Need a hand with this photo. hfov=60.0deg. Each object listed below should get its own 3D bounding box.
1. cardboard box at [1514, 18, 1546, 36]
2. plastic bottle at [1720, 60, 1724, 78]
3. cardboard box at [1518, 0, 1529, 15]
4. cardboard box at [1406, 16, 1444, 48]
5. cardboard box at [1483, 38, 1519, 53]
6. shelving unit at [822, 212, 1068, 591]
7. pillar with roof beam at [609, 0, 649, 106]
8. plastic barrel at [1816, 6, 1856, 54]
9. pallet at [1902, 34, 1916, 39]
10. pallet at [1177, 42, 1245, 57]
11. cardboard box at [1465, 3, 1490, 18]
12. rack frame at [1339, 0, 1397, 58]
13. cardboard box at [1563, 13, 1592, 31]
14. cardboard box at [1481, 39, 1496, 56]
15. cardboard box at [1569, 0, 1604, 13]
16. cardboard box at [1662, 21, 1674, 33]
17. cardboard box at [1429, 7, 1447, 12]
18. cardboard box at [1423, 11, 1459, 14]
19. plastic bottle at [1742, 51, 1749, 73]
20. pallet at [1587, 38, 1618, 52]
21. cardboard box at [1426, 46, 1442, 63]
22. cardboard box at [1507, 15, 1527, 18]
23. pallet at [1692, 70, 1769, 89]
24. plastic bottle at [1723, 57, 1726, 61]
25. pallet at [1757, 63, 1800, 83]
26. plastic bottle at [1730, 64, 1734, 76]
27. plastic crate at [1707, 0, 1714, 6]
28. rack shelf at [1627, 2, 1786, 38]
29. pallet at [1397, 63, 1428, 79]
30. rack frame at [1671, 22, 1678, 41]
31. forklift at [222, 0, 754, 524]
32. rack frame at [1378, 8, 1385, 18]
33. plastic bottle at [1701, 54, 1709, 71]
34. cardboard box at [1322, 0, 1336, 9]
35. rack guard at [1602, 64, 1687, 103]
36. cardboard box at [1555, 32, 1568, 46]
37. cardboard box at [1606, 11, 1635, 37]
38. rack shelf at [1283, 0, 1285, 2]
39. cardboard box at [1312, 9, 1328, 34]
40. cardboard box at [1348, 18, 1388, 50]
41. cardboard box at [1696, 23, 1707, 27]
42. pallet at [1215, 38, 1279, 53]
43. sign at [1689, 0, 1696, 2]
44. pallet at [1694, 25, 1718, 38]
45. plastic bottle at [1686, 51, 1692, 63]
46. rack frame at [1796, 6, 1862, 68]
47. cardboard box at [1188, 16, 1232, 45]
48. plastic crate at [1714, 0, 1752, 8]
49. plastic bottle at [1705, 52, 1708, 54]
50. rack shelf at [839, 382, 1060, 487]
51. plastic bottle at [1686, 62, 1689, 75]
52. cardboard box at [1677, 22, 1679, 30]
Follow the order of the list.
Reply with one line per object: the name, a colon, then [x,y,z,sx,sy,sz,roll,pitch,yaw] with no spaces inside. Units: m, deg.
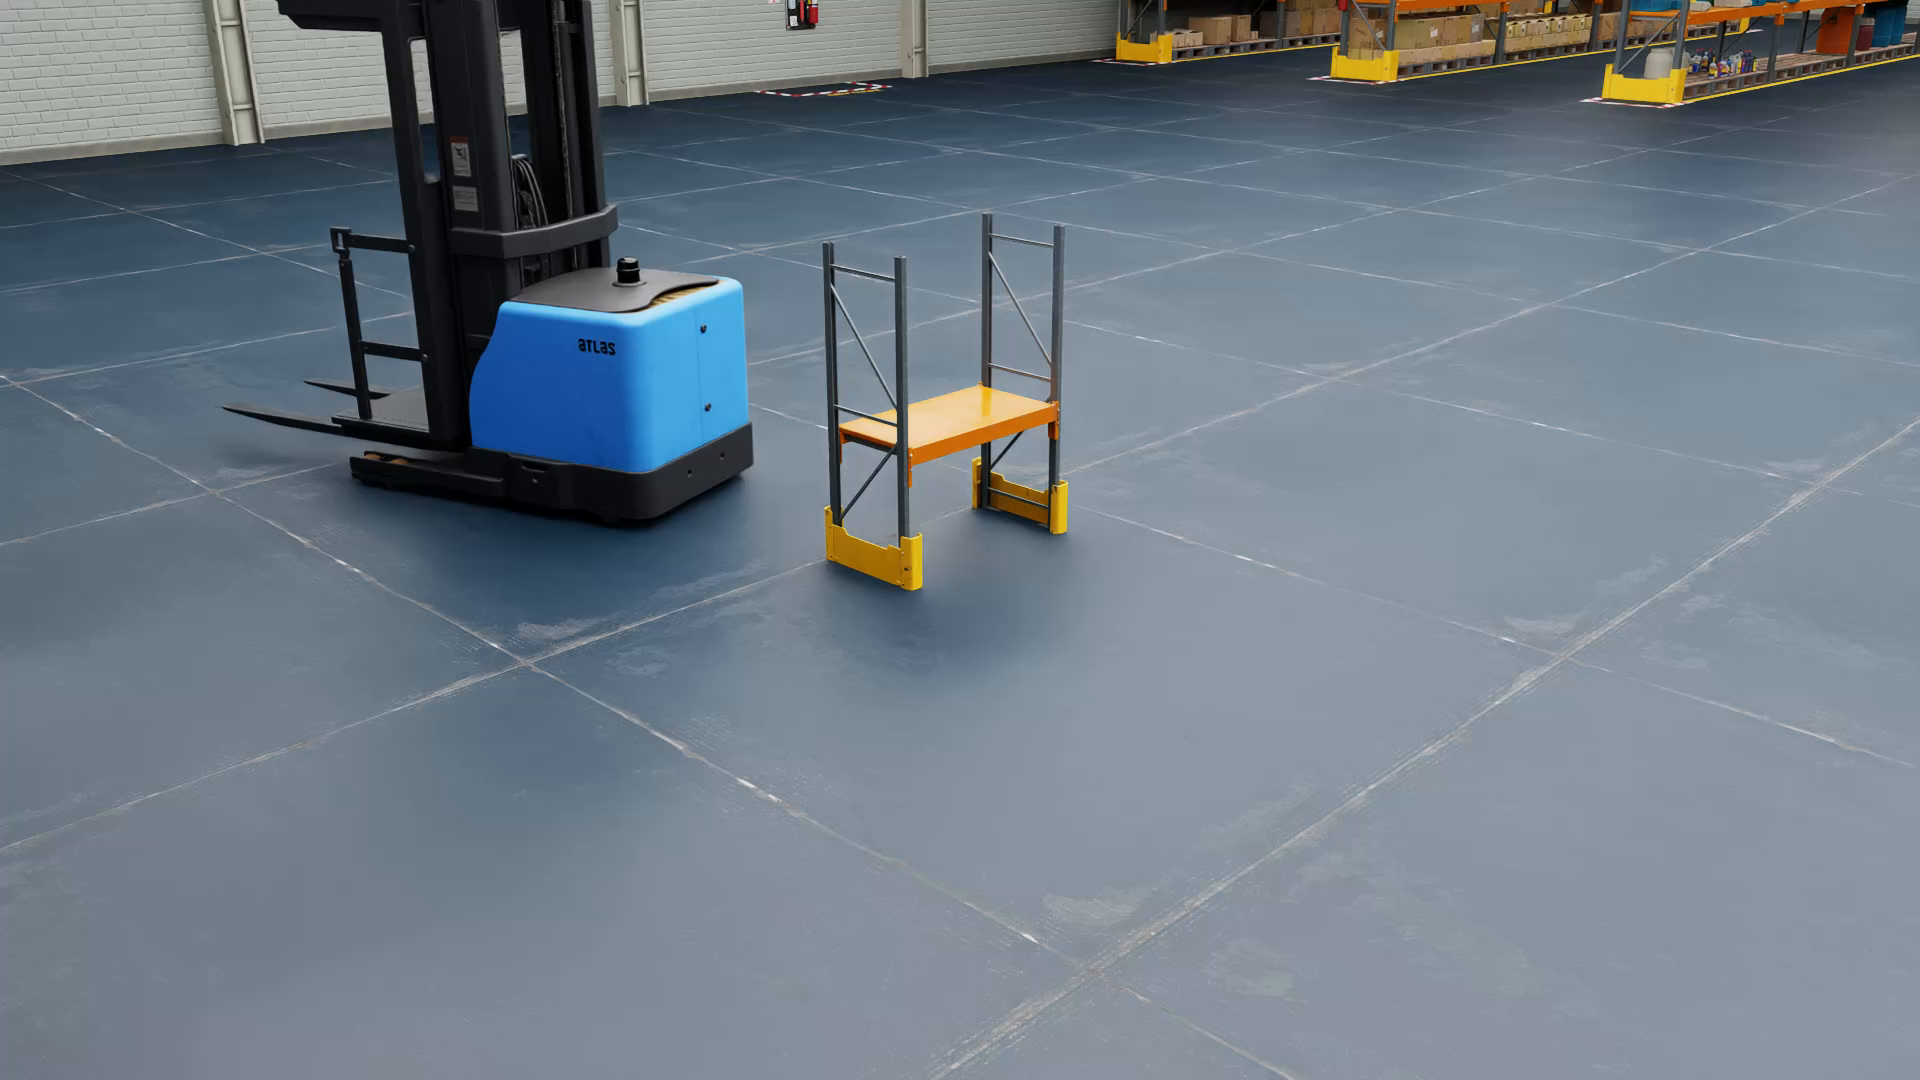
cardboard box: [11.040,-9.990,32.350,0.500,0.311,0.500,18,27,39]
plastic bottle: [12.343,-7.650,26.987,0.097,0.271,0.097,0,21,0]
cardboard box: [13.914,-13.530,41.994,0.700,0.500,0.500,19,28,40]
cardboard box: [8.290,-9.088,29.741,0.500,0.500,0.500,19,28,41]
cardboard box: [10.319,-9.465,31.767,0.500,0.250,0.500,18,28,39]
shelving unit: [-0.053,-0.680,7.755,0.587,1.500,1.083,19,28,41]
pillar with roof beam: [-1.901,-9.756,20.915,9.100,9.000,0.400,19,28,41]
plastic barrel: [16.526,-9.612,31.340,0.600,0.830,0.708,19,28,41]
pallet: [20.323,-10.539,35.200,1.003,0.211,1.213,19,28,41]
pallet: [5.014,-9.952,33.672,1.003,0.211,1.213,19,28,41]
cardboard box: [12.484,-13.002,40.620,0.700,0.500,0.500,20,29,41]
rack frame: [7.069,-9.483,28.565,1.000,3.000,0.127,19,28,41]
cardboard box: [12.461,-10.517,33.722,0.500,0.311,0.500,-19,28,-41]
cardboard box: [9.693,-9.250,31.206,0.500,0.250,0.500,19,28,41]
cardboard box: [13.171,-11.242,34.969,0.500,0.250,0.500,-19,28,-40]
cardboard box: [15.302,-11.407,36.443,0.500,0.500,0.500,19,28,40]
cardboard box: [10.910,-12.570,39.008,0.750,0.750,0.750,-19,28,-40]
cardboard box: [8.969,-9.602,31.078,0.500,0.500,0.500,19,28,41]
plastic bottle: [13.029,-7.952,27.662,0.144,0.351,0.185,18,27,38]
pallet: [13.198,-10.420,34.890,1.003,0.211,1.213,19,28,41]
cardboard box: [8.298,-8.735,29.868,0.500,0.250,0.500,19,28,41]
cardboard box: [10.998,-10.252,33.033,0.500,0.311,0.500,19,28,40]
pallet: [12.908,-7.806,28.091,1.003,0.211,1.213,19,28,41]
plastic bottle: [12.611,-7.823,27.421,0.061,0.283,0.133,19,28,41]
pallet: [13.926,-8.180,29.063,1.003,0.211,1.213,19,28,41]
plastic bottle: [12.625,-7.721,27.270,0.097,0.201,0.097,0,21,0]
plastic crate: [12.257,-8.893,27.326,0.450,0.188,0.662,19,28,41]
rack shelf: [12.011,-8.420,26.804,1.077,0.370,4.000,19,28,41]
pallet: [7.573,-8.388,29.604,1.003,0.211,1.213,19,28,41]
rack frame: [15.441,-12.567,36.590,1.000,3.000,0.127,19,28,41]
forklift: [-2.667,-1.789,8.644,3.031,2.935,1.130,10,23,23]
rack frame: [9.098,-12.778,37.138,1.000,3.000,0.127,19,28,41]
plastic bottle: [12.531,-8.031,27.978,0.097,0.271,0.097,0,21,0]
cardboard box: [7.836,-11.704,36.170,0.500,0.250,0.500,19,28,40]
rack guard: [10.635,-7.107,25.867,1.175,0.500,0.348,19,28,41]
cardboard box: [11.748,-9.994,33.141,0.500,0.250,0.500,-19,28,-41]
cardboard box: [13.887,-10.887,35.089,0.500,0.500,0.500,19,28,40]
rack shelf: [7.703,-11.928,35.930,1.077,0.370,4.000,19,28,41]
cardboard box: [7.519,-11.248,36.029,0.700,0.500,0.500,20,28,41]
cardboard box: [7.230,-8.958,29.401,0.500,0.500,0.500,19,28,41]
cardboard box: [16.748,-12.092,38.219,0.797,0.503,0.637,19,28,41]
pallet: [5.865,-10.267,34.491,1.003,0.211,1.213,19,28,41]
sign: [11.007,-8.232,24.926,0.100,0.325,0.005,19,28,41]
pallet: [16.772,-11.757,38.369,1.003,0.211,1.213,19,28,41]
plastic bottle: [12.117,-7.978,27.728,0.144,0.351,0.185,19,28,40]
rack frame: [16.197,-10.298,30.687,1.000,3.000,0.127,19,28,41]
cardboard box: [5.010,-10.238,33.401,0.700,0.500,0.500,17,27,37]
plastic crate: [12.455,-8.666,26.809,0.530,0.136,0.437,19,28,41]
plastic bottle: [12.664,-8.142,28.260,0.135,0.276,0.152,-19,28,-40]
rack shelf: [-0.060,-0.510,7.813,0.538,0.185,1.000,19,28,41]
plastic bottle: [11.977,-7.790,27.449,0.097,0.201,0.097,0,21,0]
cardboard box: [15.888,-11.571,37.134,0.500,0.311,0.500,19,28,41]
